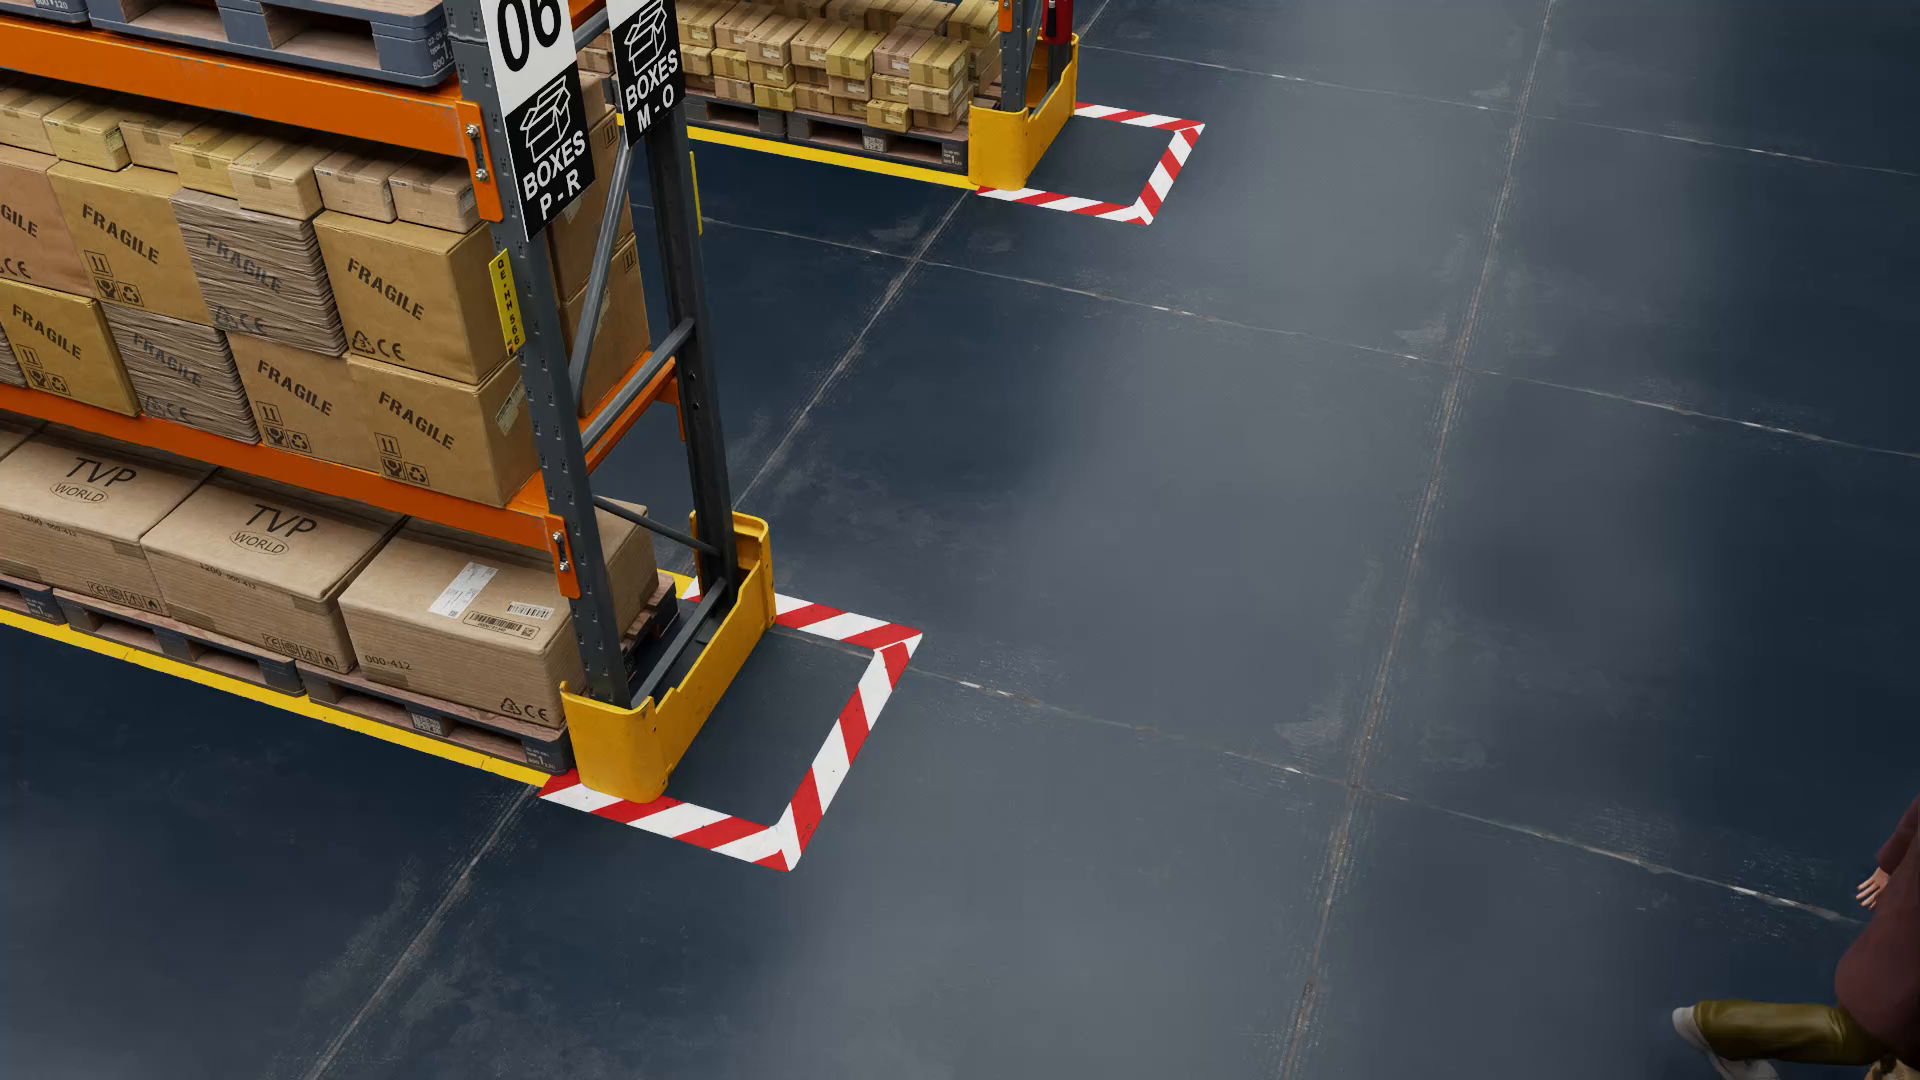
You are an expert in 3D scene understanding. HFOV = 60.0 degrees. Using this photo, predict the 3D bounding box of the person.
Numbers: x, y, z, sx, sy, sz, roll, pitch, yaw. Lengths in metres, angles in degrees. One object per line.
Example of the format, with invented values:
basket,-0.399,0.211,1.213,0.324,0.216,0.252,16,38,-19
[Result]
person,2.796,1.148,4.847,0.994,1.743,0.601,21,45,23
